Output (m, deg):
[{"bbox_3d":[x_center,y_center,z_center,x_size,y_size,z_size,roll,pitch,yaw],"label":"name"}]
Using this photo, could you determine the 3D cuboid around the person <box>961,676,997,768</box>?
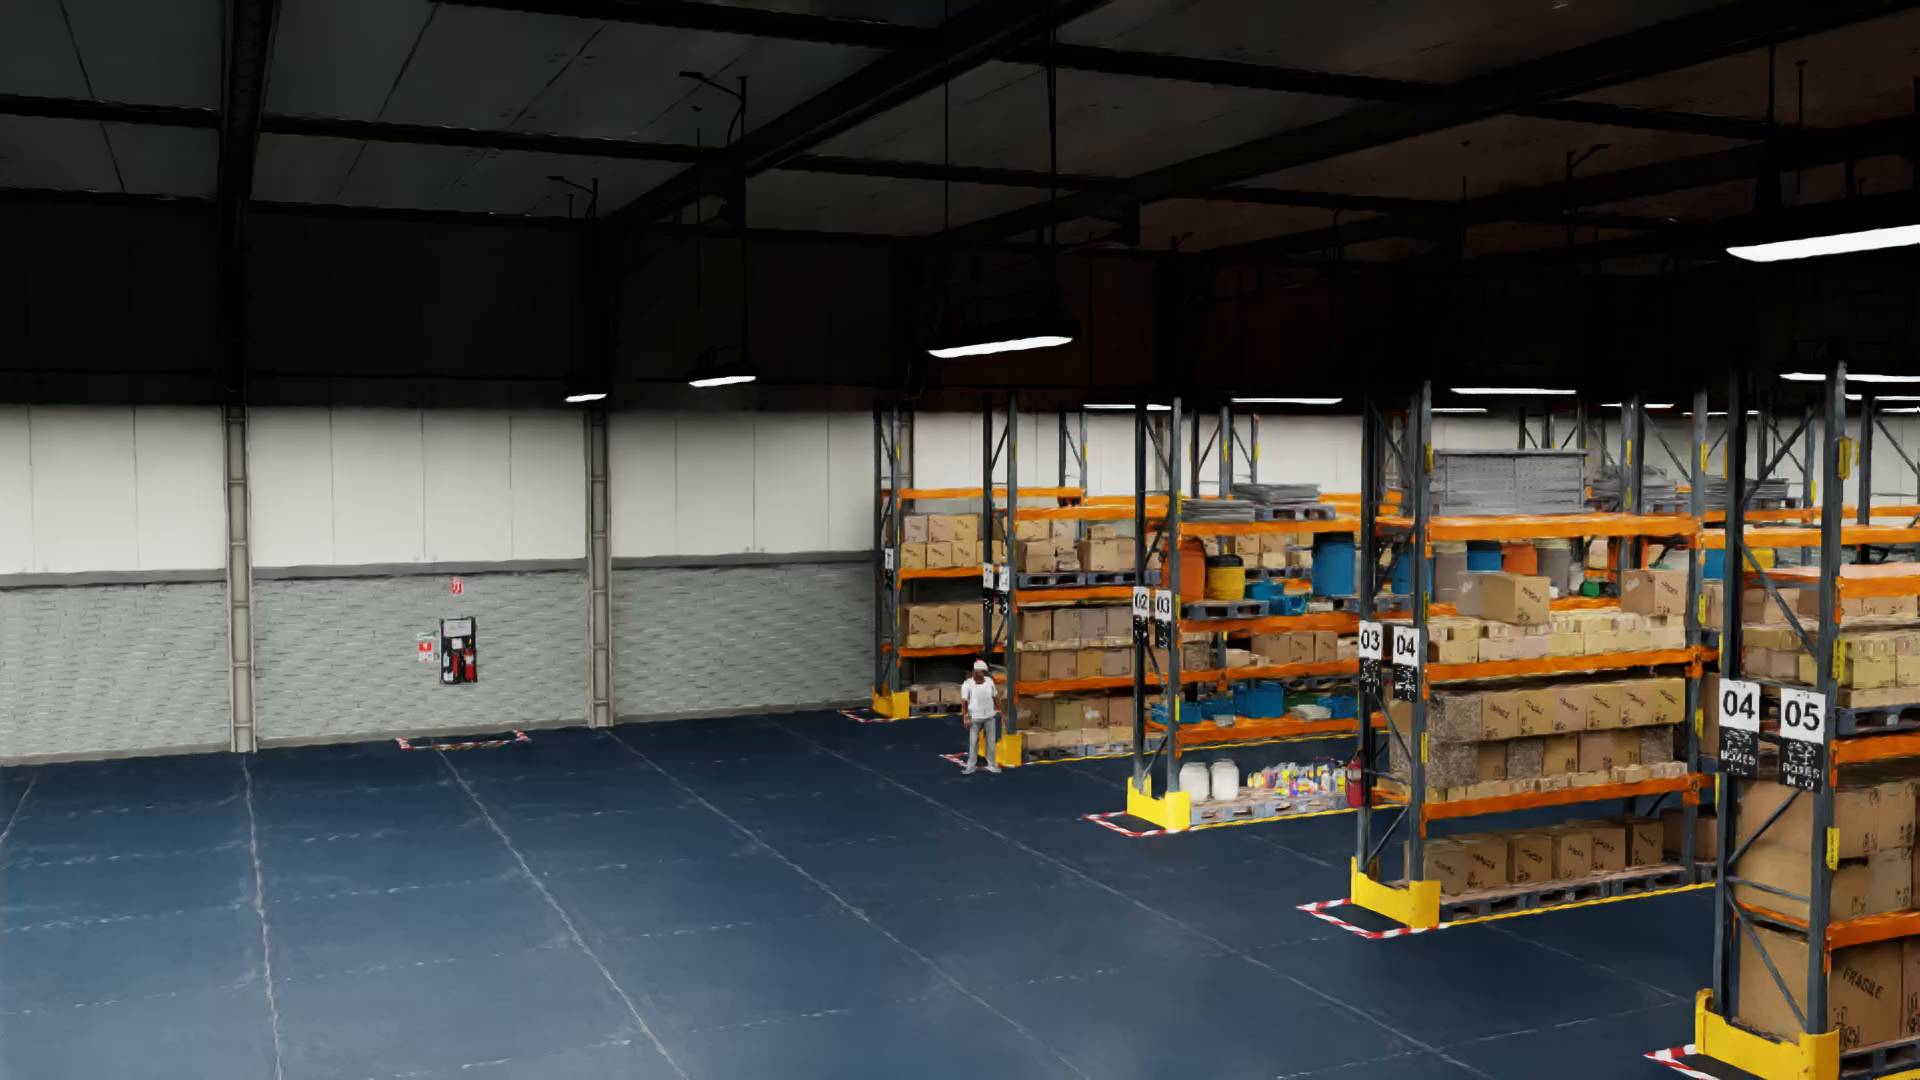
[{"bbox_3d":[0.311,2.855,25.915,0.609,1.434,0.335,-1,4,-19],"label":"person"}]
